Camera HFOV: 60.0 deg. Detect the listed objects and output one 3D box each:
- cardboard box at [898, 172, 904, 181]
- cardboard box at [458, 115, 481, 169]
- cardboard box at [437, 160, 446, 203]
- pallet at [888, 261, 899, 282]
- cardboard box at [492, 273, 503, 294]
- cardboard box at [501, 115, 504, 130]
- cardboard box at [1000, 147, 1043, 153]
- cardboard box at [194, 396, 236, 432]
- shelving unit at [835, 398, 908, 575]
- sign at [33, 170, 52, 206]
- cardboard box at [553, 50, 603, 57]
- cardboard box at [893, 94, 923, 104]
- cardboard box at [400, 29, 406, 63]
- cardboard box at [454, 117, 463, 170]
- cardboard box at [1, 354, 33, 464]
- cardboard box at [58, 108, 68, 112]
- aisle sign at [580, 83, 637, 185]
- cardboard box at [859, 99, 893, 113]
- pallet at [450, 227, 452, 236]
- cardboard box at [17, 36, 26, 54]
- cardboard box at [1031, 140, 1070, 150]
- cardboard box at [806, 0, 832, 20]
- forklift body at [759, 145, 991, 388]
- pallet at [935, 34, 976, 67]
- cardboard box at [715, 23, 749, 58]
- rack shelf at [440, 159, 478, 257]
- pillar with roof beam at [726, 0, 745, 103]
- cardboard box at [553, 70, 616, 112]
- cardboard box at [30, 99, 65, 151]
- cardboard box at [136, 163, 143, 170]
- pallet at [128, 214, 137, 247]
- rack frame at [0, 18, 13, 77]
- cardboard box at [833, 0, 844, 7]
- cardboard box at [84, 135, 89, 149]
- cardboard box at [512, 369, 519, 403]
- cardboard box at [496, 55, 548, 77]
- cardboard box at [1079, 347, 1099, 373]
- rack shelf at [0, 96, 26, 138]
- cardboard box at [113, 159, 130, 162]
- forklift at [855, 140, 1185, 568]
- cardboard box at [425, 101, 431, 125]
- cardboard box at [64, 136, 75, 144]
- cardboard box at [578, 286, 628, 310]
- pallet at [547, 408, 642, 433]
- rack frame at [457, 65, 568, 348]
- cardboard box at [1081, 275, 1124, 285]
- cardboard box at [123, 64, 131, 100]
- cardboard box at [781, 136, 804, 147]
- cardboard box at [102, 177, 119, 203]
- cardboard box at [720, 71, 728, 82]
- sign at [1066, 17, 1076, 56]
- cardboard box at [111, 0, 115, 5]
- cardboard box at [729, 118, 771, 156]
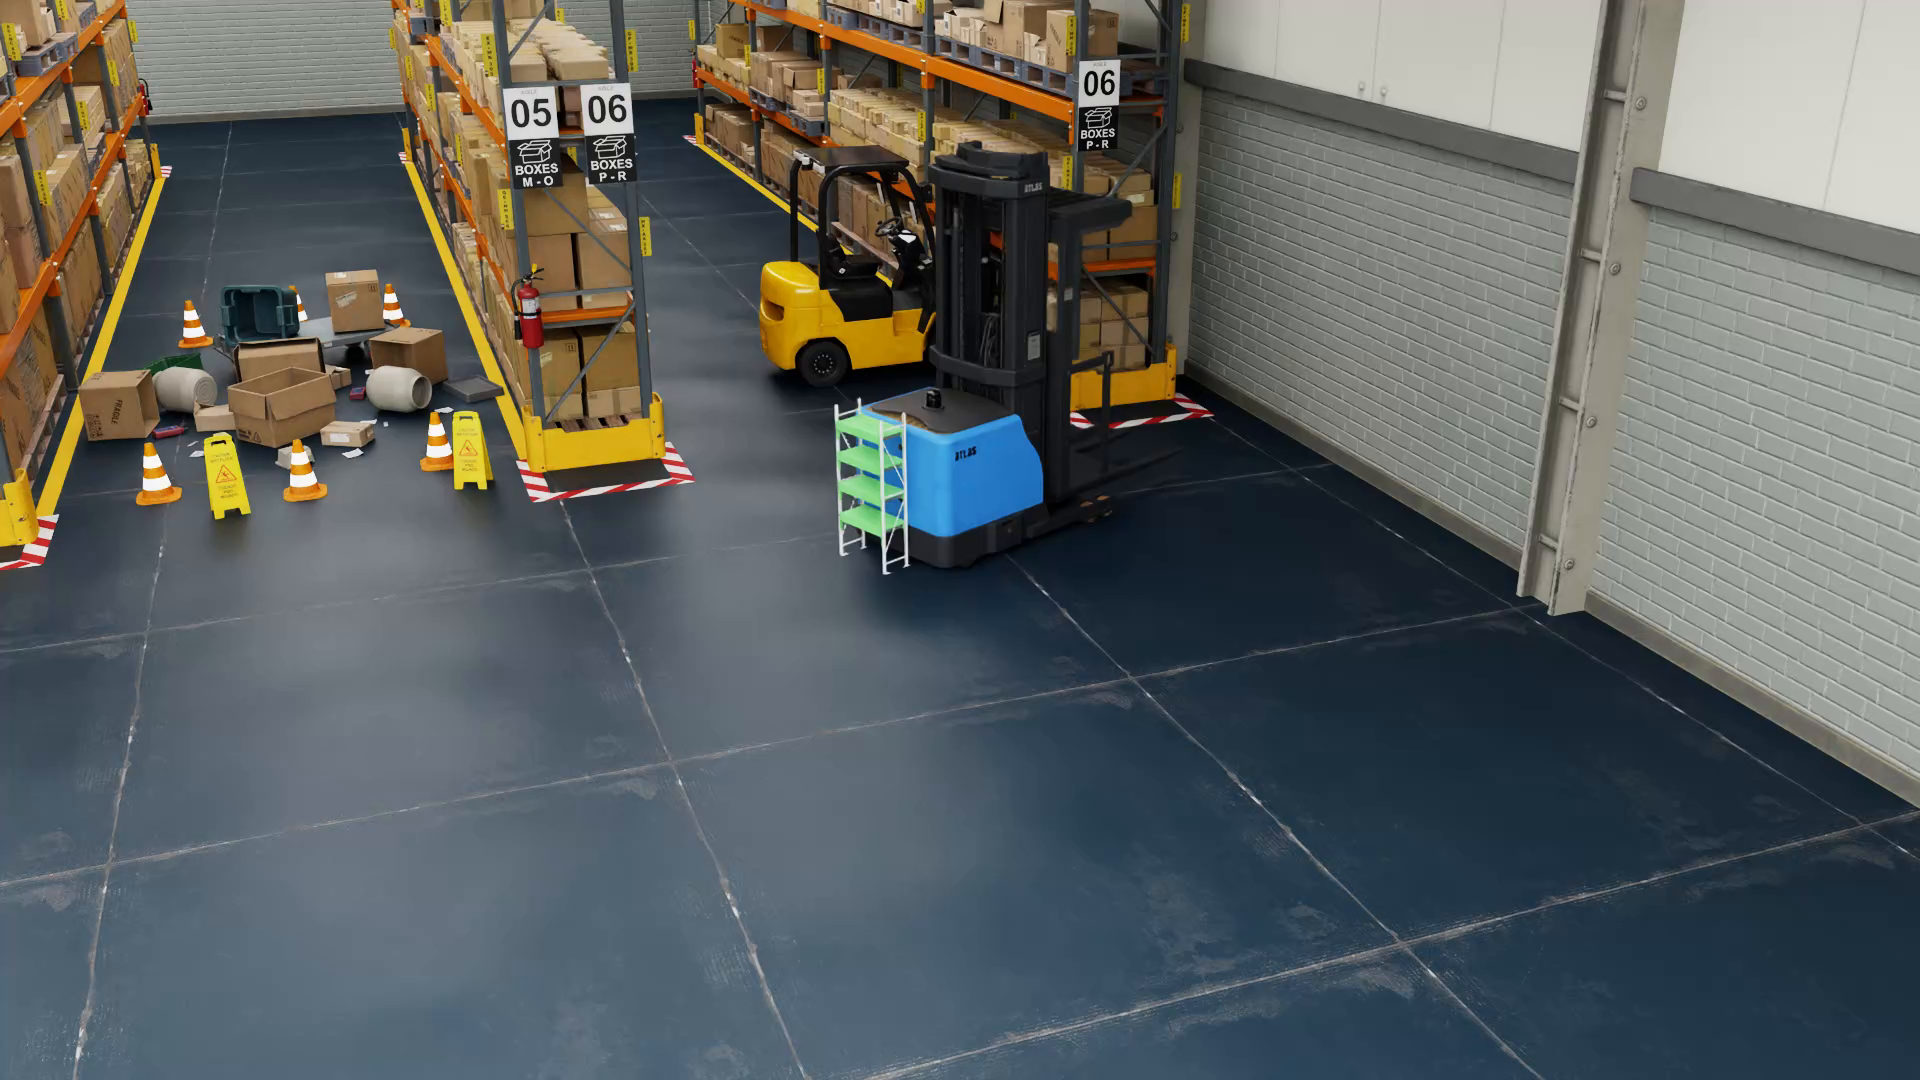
[{"bbox_3d":[-0.527,-4.462,19.790,0.500,0.250,0.500,-8,24,-19],"label":"cardboard box"},{"bbox_3d":[-4.611,-3.974,16.640,0.700,0.500,0.500,-9,24,-20],"label":"cardboard box"},{"bbox_3d":[-7.096,-5.426,24.081,0.875,0.875,0.875,-8,24,-17],"label":"cardboard box"},{"bbox_3d":[-0.218,-3.179,20.144,1.003,0.211,1.213,-8,24,-19],"label":"pallet"},{"bbox_3d":[-4.338,-2.501,16.145,0.380,0.149,0.250,-7,24,-16],"label":"cardboard box"},{"bbox_3d":[-3.538,-3.424,13.596,0.380,0.149,0.250,-8,24,-19],"label":"cardboard box"},{"bbox_3d":[0.621,-3.888,16.890,0.380,0.149,0.250,-8,24,-18],"label":"cardboard box"},{"bbox_3d":[-6.828,-1.172,15.312,0.396,0.266,0.258,-4,23,-10],"label":"cardboard box"},{"bbox_3d":[-0.649,-0.394,12.261,0.258,1.200,0.503,-21,31,-40],"label":"shelving unit"},{"bbox_3d":[-8.640,-3.316,15.661,0.100,0.325,0.005,-8,24,-19],"label":"sign"},{"bbox_3d":[-3.220,-4.046,14.045,0.380,0.149,0.250,-8,24,-19],"label":"cardboard box"},{"bbox_3d":[-0.646,-5.648,21.448,0.380,0.149,0.250,-9,24,-20],"label":"cardboard box"},{"bbox_3d":[-8.344,-7.619,25.672,0.500,0.500,0.500,-8,24,-19],"label":"cardboard box"},{"bbox_3d":[-5.294,-4.401,18.400,0.500,0.500,0.500,-7,24,-17],"label":"cardboard box"},{"bbox_3d":[-8.360,-1.121,13.867,0.875,0.875,0.875,-9,24,-20],"label":"cardboard box"},{"bbox_3d":[-10.924,-5.185,20.329,0.380,0.149,0.250,-7,24,-17],"label":"cardboard box"},{"bbox_3d":[-2.838,-3.284,13.456,0.394,0.787,0.004,-8,24,-19],"label":"aisle sign"},{"bbox_3d":[-1.066,-5.477,21.042,0.380,0.149,0.250,-8,24,-18],"label":"cardboard box"},{"bbox_3d":[-6.184,-3.985,22.055,1.003,0.211,1.213,-8,24,-19],"label":"pallet"},{"bbox_3d":[-9.410,-4.854,16.321,0.380,0.149,0.250,-8,24,-19],"label":"cardboard box"},{"bbox_3d":[0.957,-4.043,17.257,0.380,0.149,0.250,-8,24,-17],"label":"cardboard box"},{"bbox_3d":[-1.743,-7.121,22.239,0.500,0.250,0.500,-9,25,-21],"label":"cardboard box"},{"bbox_3d":[-0.885,-2.796,16.738,2.313,2.155,1.214,-8,24,-19],"label":"forklift body"},{"bbox_3d":[0.404,-5.237,17.688,1.003,0.211,1.213,-8,24,-19],"label":"pallet"},{"bbox_3d":[-3.722,-8.229,27.379,0.500,0.500,0.500,-8,24,-18],"label":"cardboard box"},{"bbox_3d":[-5.270,-3.914,19.225,1.077,0.370,4.000,-8,24,-19],"label":"rack shelf"},{"bbox_3d":[-8.297,-11.839,29.377,9.100,9.000,0.400,-8,24,-19],"label":"pillar with roof beam"},{"bbox_3d":[-3.079,-3.735,13.822,0.500,0.250,0.500,-9,24,-20],"label":"cardboard box"},{"bbox_3d":[-10.422,-4.599,18.507,0.700,0.500,0.500,-8,24,-19],"label":"cardboard box"},{"bbox_3d":[-12.491,-5.557,24.943,0.380,0.149,0.250,-7,24,-16],"label":"cardboard box"},{"bbox_3d":[-11.708,-4.143,22.430,1.003,0.211,1.213,-8,24,-19],"label":"pallet"},{"bbox_3d":[-9.159,-5.568,14.498,1.000,3.000,0.127,-8,24,-19],"label":"rack frame"},{"bbox_3d":[-1.306,-7.026,21.022,0.500,0.500,0.500,-8,24,-19],"label":"cardboard box"},{"bbox_3d":[-10.828,-4.818,20.226,0.380,0.149,0.250,-7,24,-17],"label":"cardboard box"},{"bbox_3d":[-3.863,-1.438,15.424,0.500,0.250,0.500,-8,24,-19],"label":"cardboard box"},{"bbox_3d":[-3.601,-3.881,13.655,0.380,0.149,0.250,-8,24,-18],"label":"cardboard box"},{"bbox_3d":[1.030,-1.802,16.287,0.500,0.250,0.500,-8,24,-19],"label":"cardboard box"},{"bbox_3d":[-8.452,-3.127,13.496,1.077,0.370,4.000,-8,24,-19],"label":"rack shelf"},{"bbox_3d":[-12.390,-5.494,24.411,0.380,0.149,0.250,-9,25,-21],"label":"cardboard box"},{"bbox_3d":[0.606,-1.617,12.937,3.031,2.935,1.130,-21,30,-40],"label":"forklift"},{"bbox_3d":[-6.770,-5.644,21.952,0.500,0.250,0.500,-9,24,-20],"label":"cardboard box"},{"bbox_3d":[-10.554,-4.675,19.503,0.380,0.149,0.250,-7,24,-17],"label":"cardboard box"},{"bbox_3d":[-3.077,-2.102,14.322,0.380,0.149,0.250,-8,24,-19],"label":"cardboard box"},{"bbox_3d":[-3.431,-1.109,15.232,1.003,0.211,1.213,-8,24,-19],"label":"pallet"},{"bbox_3d":[-4.563,-3.519,17.361,1.000,3.000,0.127,-8,24,-19],"label":"rack frame"},{"bbox_3d":[1.319,-2.517,16.696,0.500,0.250,0.500,-8,24,-19],"label":"cardboard box"},{"bbox_3d":[-12.466,-6.665,24.314,0.500,0.500,0.500,-7,24,-16],"label":"cardboard box"},{"bbox_3d":[-2.488,-6.003,25.096,0.380,0.149,0.250,-9,24,-20],"label":"cardboard box"},{"bbox_3d":[-11.116,-4.483,21.359,0.500,0.250,0.500,-9,25,-21],"label":"cardboard box"},{"bbox_3d":[-3.780,-7.721,27.654,0.380,0.149,0.250,-8,24,-18],"label":"cardboard box"},{"bbox_3d":[0.979,-4.433,14.628,0.100,0.325,0.005,-8,24,-19],"label":"sign"},{"bbox_3d":[-12.434,-7.791,23.827,0.500,0.250,0.500,-7,24,-17],"label":"cardboard box"},{"bbox_3d":[-3.401,-6.675,27.527,0.700,0.500,0.500,-9,25,-21],"label":"cardboard box"}]
